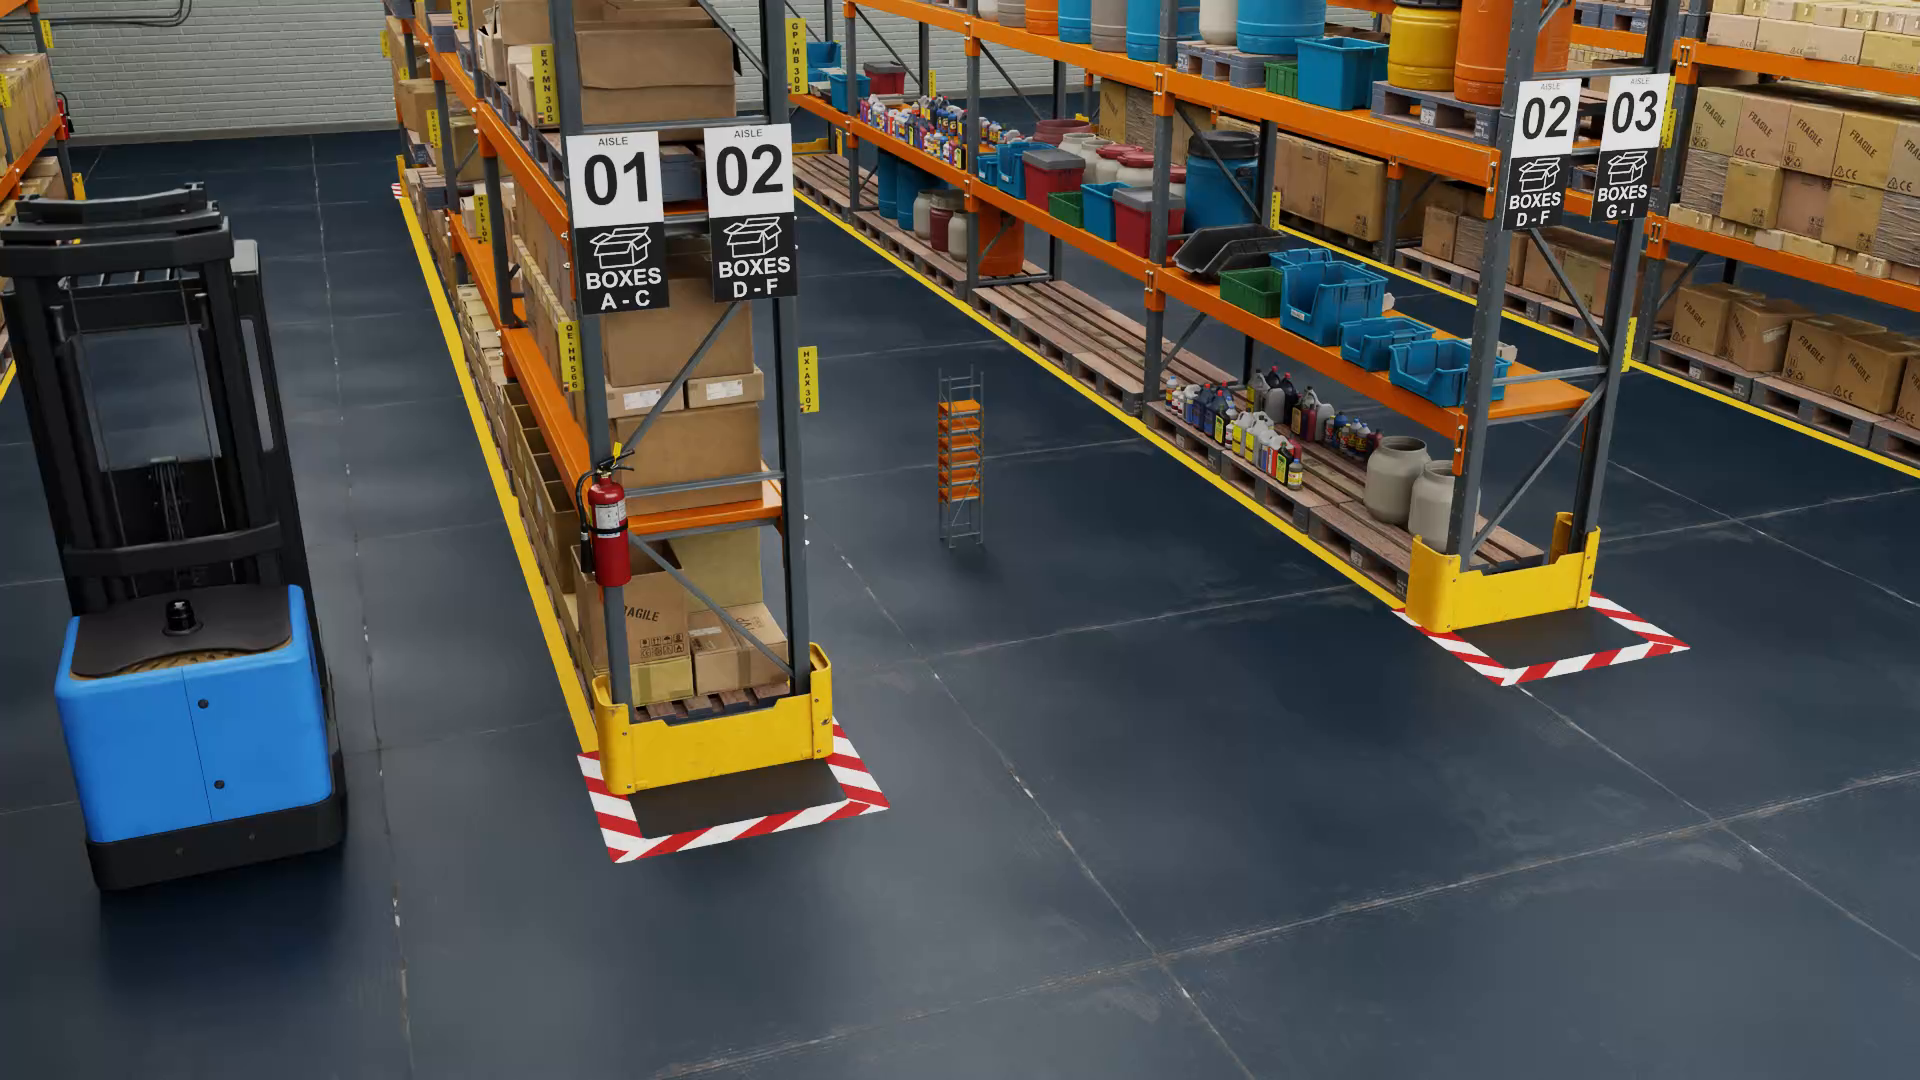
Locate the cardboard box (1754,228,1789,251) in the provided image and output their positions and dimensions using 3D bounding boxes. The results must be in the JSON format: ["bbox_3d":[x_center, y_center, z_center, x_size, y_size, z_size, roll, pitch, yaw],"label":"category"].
[{"bbox_3d":[6.734,-2.471,13.575,0.380,0.149,0.250,-8,24,-19],"label":"cardboard box"}]

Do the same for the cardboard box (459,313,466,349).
[{"bbox_3d":[-4.170,-1.864,14.809,0.500,0.250,0.500,-8,24,-19],"label":"cardboard box"}]

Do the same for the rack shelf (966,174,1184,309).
[{"bbox_3d":[1.262,-2.788,14.929,1.077,0.370,4.000,-8,24,-19],"label":"rack shelf"}]

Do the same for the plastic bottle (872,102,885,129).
[{"bbox_3d":[-0.921,-4.889,19.147,0.152,0.276,0.135,-8,24,-19],"label":"plastic bottle"}]

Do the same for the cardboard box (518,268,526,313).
[{"bbox_3d":[-2.882,-1.818,11.895,0.500,0.250,0.500,-7,24,-16],"label":"cardboard box"}]

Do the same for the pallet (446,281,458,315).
[{"bbox_3d":[-4.736,-2.602,17.151,1.003,0.211,1.213,-8,24,-19],"label":"pallet"}]

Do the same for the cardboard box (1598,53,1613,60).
[{"bbox_3d":[8.535,-6.252,21.620,0.380,0.149,0.250,-7,24,-17],"label":"cardboard box"}]

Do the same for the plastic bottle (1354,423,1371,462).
[{"bbox_3d":[2.911,-0.711,12.021,0.097,0.271,0.097,0,23,0],"label":"plastic bottle"}]

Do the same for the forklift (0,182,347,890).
[{"bbox_3d":[-3.907,-0.338,8.279,1.130,2.935,3.031,-9,24,-20],"label":"forklift"}]

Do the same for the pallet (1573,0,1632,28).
[{"bbox_3d":[6.114,-4.983,15.591,1.213,0.211,1.003,-8,24,-19],"label":"pallet"}]

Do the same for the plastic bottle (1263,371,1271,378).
[{"bbox_3d":[2.447,-1.214,13.200,0.061,0.283,0.133,-7,24,-16],"label":"plastic bottle"}]

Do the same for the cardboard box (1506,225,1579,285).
[{"bbox_3d":[5.859,-2.931,16.994,0.700,0.500,0.500,-6,24,-15],"label":"cardboard box"}]

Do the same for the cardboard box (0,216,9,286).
[{"bbox_3d":[-9.458,-2.602,15.789,0.750,0.750,0.750,-8,24,-17],"label":"cardboard box"}]

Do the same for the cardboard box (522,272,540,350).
[{"bbox_3d":[-2.504,-1.600,11.056,0.700,0.500,0.500,-9,24,-20],"label":"cardboard box"}]

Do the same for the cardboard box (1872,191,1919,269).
[{"bbox_3d":[7.421,-2.358,12.472,0.875,0.500,0.500,-8,24,-19],"label":"cardboard box"}]

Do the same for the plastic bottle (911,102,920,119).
[{"bbox_3d":[-0.526,-5.085,19.709,0.097,0.201,0.097,0,23,0],"label":"plastic bottle"}]

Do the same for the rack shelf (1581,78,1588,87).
[{"bbox_3d":[9.158,-5.565,21.517,1.077,0.370,4.000,-8,24,-19],"label":"rack shelf"}]

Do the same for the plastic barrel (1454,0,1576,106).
[{"bbox_3d":[3.091,-2.872,9.246,0.600,0.830,0.708,-8,24,-19],"label":"plastic barrel"}]

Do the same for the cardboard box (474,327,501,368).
[{"bbox_3d":[-3.616,-1.560,13.367,0.500,0.311,0.500,-9,24,-20],"label":"cardboard box"}]

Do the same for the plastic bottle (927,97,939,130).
[{"bbox_3d":[-0.296,-4.901,19.079,0.144,0.351,0.185,-8,24,-19],"label":"plastic bottle"}]

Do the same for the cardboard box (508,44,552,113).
[{"bbox_3d":[-2.104,-2.444,8.719,0.500,0.311,0.500,-5,23,-13],"label":"cardboard box"}]

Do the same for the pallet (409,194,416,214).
[{"bbox_3d":[-6.597,-4.472,21.590,1.003,0.211,1.213,-8,24,-19],"label":"pallet"}]

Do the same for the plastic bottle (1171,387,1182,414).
[{"bbox_3d":[1.707,-1.093,13.018,0.097,0.201,0.097,0,23,0],"label":"plastic bottle"}]

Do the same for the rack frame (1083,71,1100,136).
[{"bbox_3d":[2.363,-7.432,25.022,1.000,3.000,0.127,-8,24,-19],"label":"rack frame"}]

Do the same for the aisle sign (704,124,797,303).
[{"bbox_3d":[-0.944,-1.477,7.545,0.394,0.787,0.004,-8,24,-19],"label":"aisle sign"}]

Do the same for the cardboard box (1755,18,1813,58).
[{"bbox_3d":[6.713,-3.995,13.198,0.500,0.250,0.500,-9,24,-19],"label":"cardboard box"}]

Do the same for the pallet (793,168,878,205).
[{"bbox_3d":[-1.589,-4.720,22.178,1.003,0.211,1.213,-8,24,-19],"label":"pallet"}]

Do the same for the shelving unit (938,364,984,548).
[{"bbox_3d":[0.005,-0.548,11.005,0.258,1.200,0.189,-8,24,-19],"label":"shelving unit"}]

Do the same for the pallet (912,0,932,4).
[{"bbox_3d":[-0.086,-5.912,17.795,1.003,0.211,1.213,-8,24,-19],"label":"pallet"}]

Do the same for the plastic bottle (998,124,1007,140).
[{"bbox_3d":[0.455,-4.301,17.742,0.061,0.283,0.133,-8,24,-19],"label":"plastic bottle"}]

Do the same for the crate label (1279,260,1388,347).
[{"bbox_3d":[2.478,-1.587,11.108,0.502,0.435,0.616,-8,24,-19],"label":"crate label"}]

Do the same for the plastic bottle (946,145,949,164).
[{"bbox_3d":[-0.092,-3.971,17.066,0.097,0.201,0.097,0,23,0],"label":"plastic bottle"}]

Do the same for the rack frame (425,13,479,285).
[{"bbox_3d":[-4.080,-3.168,14.904,1.000,3.000,0.127,-8,24,-19],"label":"rack frame"}]

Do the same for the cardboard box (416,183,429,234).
[{"bbox_3d":[-5.960,-3.840,19.151,0.500,0.500,0.500,-8,24,-19],"label":"cardboard box"}]

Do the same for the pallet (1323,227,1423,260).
[{"bbox_3d":[4.981,-3.537,19.371,1.003,0.211,1.213,-8,24,-19],"label":"pallet"}]

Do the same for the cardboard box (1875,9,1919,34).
[{"bbox_3d":[7.047,-3.851,12.343,0.380,0.149,0.250,-8,24,-18],"label":"cardboard box"}]

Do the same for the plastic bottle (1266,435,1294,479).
[{"bbox_3d":[2.259,-0.589,11.727,0.152,0.276,0.135,-8,24,-19],"label":"plastic bottle"}]

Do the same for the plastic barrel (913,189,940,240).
[{"bbox_3d":[-0.315,-3.672,18.762,0.421,0.512,0.421,0,23,0],"label":"plastic barrel"}]

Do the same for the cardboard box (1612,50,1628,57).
[{"bbox_3d":[8.618,-6.299,21.349,0.380,0.149,0.250,-7,24,-17],"label":"cardboard box"}]

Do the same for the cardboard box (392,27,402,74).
[{"bbox_3d":[-6.452,-5.828,19.800,0.500,0.500,0.500,-9,24,-19],"label":"cardboard box"}]

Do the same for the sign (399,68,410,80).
[{"bbox_3d":[-5.998,-4.943,18.001,0.100,0.325,0.005,-8,24,-19],"label":"sign"}]

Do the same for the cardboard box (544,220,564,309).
[{"bbox_3d":[-1.972,-1.651,9.506,0.700,0.500,0.500,-8,24,-19],"label":"cardboard box"}]

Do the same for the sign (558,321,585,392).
[{"bbox_3d":[-1.766,-0.834,7.572,0.100,0.325,0.005,-8,24,-19],"label":"sign"}]

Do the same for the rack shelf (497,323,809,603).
[{"bbox_3d":[-1.960,-0.656,9.871,1.077,0.370,4.000,-8,24,-19],"label":"rack shelf"}]

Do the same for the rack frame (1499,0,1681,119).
[{"bbox_3d":[3.381,-3.704,8.451,1.000,3.000,0.127,-8,24,-19],"label":"rack frame"}]

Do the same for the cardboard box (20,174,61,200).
[{"bbox_3d":[-11.021,-4.013,19.586,0.700,0.500,0.500,-8,24,-19],"label":"cardboard box"}]

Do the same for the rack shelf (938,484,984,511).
[{"bbox_3d":[0.005,-0.286,11.115,0.258,0.103,0.180,-8,24,-19],"label":"rack shelf"}]

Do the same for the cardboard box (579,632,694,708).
[{"bbox_3d":[-1.720,0.658,8.826,0.500,0.250,0.500,-8,24,-19],"label":"cardboard box"}]

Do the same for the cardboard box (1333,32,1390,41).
[{"bbox_3d":[4.718,-5.539,19.109,0.797,0.503,0.637,-8,24,-18],"label":"cardboard box"}]

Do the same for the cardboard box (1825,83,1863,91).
[{"bbox_3d":[10.194,-5.328,18.613,0.700,0.500,0.500,-9,24,-20],"label":"cardboard box"}]

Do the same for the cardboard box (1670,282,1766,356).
[{"bbox_3d":[6.706,-1.963,14.723,0.500,0.500,0.500,-9,25,-21],"label":"cardboard box"}]

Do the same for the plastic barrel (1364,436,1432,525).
[{"bbox_3d":[2.900,-0.397,10.993,0.421,0.512,0.421,0,23,0],"label":"plastic barrel"}]

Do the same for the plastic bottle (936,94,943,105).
[{"bbox_3d":[-0.227,-4.988,19.285,0.144,0.351,0.185,-8,24,-19],"label":"plastic bottle"}]

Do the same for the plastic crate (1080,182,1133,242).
[{"bbox_3d":[1.288,-2.743,13.918,0.392,0.384,0.575,-8,24,-19],"label":"plastic crate"}]

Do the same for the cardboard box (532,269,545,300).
[{"bbox_3d":[-2.391,-1.564,10.135,0.380,0.149,0.250,-9,25,-21],"label":"cardboard box"}]
